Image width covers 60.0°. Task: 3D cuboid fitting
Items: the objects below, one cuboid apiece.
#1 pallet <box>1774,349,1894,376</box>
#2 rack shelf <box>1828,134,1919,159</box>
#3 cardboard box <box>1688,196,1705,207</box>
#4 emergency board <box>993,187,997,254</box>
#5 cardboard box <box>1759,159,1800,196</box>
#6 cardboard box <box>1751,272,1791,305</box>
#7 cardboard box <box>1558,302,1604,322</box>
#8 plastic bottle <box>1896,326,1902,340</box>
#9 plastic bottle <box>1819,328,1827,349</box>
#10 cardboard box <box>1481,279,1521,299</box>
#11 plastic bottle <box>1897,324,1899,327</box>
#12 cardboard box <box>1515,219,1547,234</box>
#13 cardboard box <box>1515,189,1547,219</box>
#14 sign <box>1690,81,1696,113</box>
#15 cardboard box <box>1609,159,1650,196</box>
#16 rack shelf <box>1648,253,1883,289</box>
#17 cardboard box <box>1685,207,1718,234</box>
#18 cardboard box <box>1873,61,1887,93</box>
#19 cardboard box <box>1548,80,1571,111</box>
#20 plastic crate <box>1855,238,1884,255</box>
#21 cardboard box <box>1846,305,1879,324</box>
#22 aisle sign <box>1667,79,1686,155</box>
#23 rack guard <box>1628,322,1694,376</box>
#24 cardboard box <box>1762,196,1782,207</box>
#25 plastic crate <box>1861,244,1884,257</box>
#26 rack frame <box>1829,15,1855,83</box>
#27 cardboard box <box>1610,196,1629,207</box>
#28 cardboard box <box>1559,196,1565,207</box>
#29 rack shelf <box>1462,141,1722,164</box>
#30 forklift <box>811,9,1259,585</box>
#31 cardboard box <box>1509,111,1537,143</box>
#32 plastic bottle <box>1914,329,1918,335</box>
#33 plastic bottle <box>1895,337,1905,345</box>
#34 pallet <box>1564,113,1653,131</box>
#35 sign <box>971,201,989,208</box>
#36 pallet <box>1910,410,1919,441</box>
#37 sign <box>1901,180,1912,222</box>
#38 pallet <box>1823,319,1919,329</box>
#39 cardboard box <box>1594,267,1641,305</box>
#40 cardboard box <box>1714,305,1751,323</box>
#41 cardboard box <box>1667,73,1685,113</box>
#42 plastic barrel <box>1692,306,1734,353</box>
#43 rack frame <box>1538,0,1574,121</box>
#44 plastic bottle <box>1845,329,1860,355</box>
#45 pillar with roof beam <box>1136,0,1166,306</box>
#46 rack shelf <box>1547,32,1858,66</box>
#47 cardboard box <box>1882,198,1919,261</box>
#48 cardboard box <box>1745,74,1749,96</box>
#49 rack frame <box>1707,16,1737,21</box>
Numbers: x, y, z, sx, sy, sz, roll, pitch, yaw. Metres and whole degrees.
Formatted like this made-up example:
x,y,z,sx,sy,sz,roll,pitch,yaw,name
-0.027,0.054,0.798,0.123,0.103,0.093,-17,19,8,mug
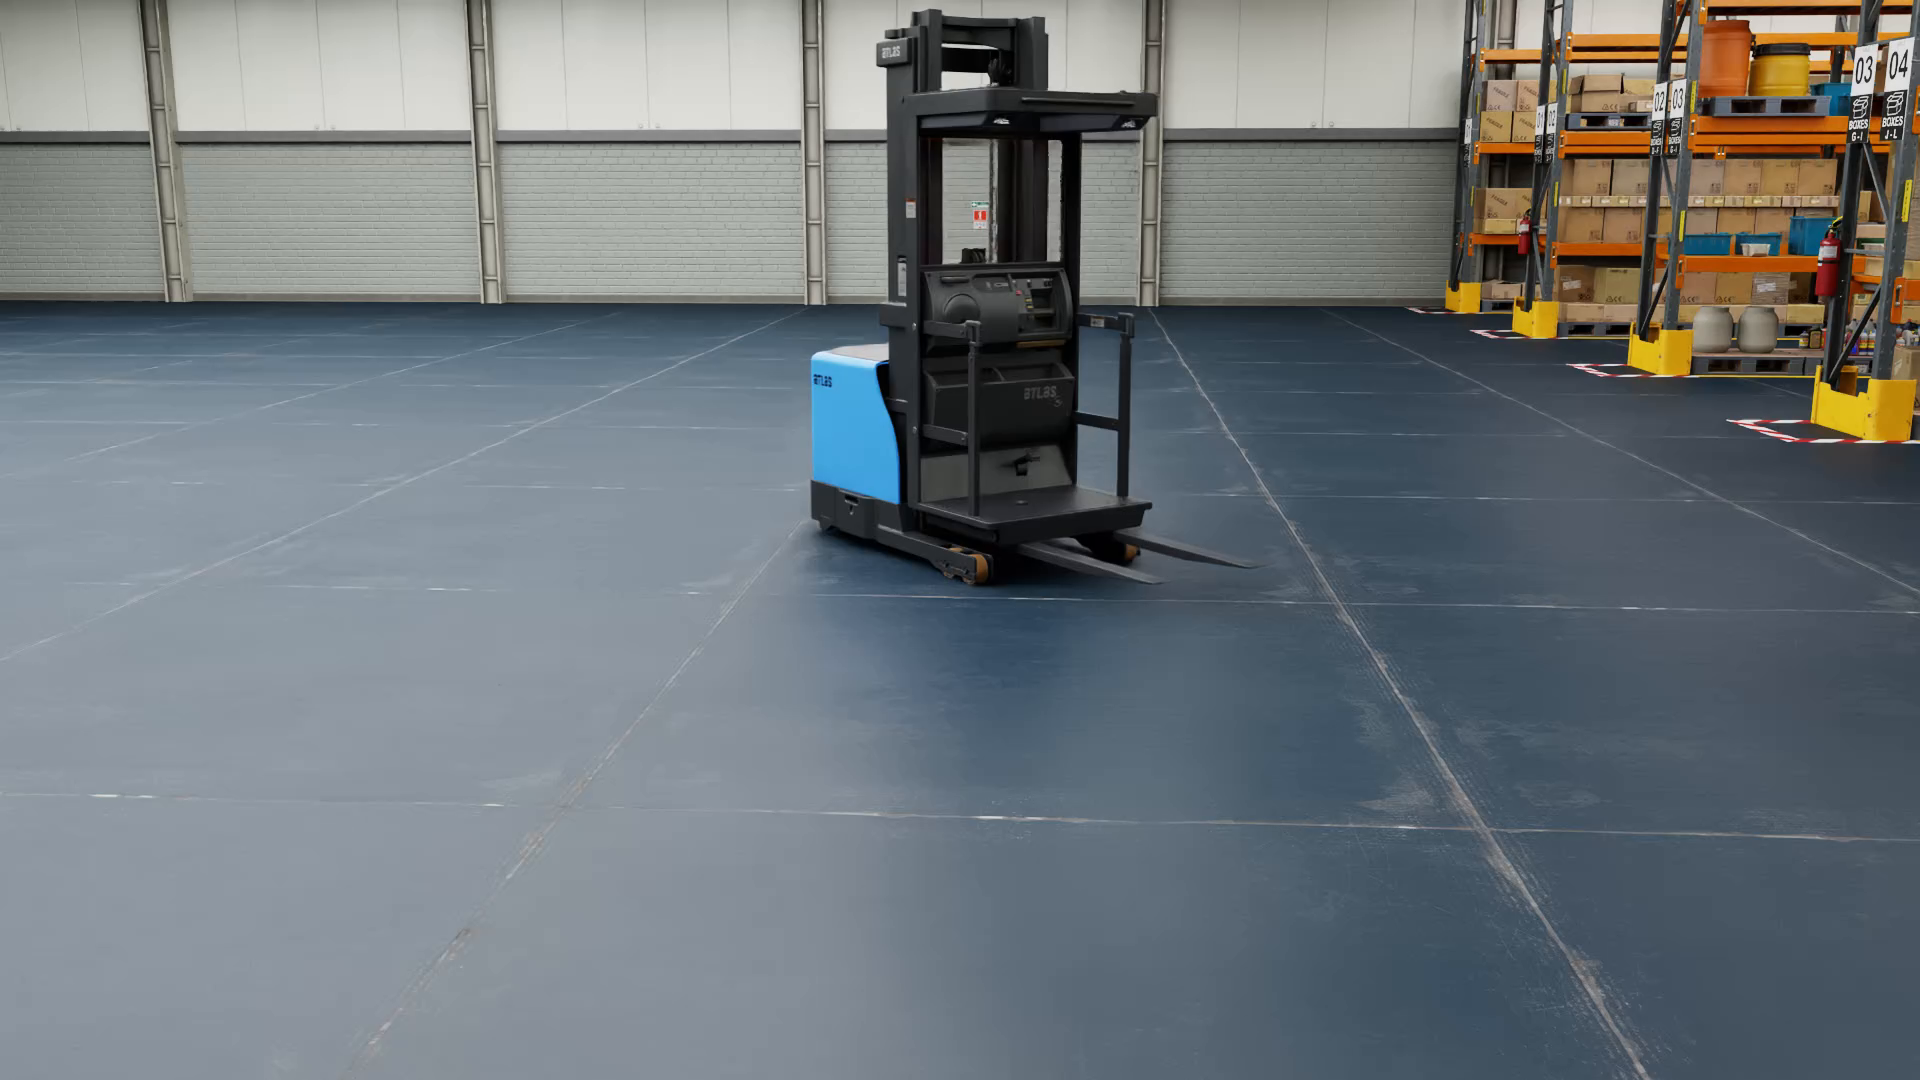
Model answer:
x,y,z,sx,sy,sz,roll,pitch,yaw,name
10.040,-2.027,18.940,1.213,0.211,1.003,1,12,4,pallet
14.259,-5.458,22.966,4.000,0.370,1.077,1,12,4,rack shelf
10.183,-4.720,23.178,0.250,0.149,0.380,1,12,4,cardboard box
0.906,-5.727,29.821,0.643,1.169,0.194,1,12,4,emergency board
11.316,-5.065,23.242,0.500,0.500,0.700,1,12,4,cardboard box
11.288,-3.567,23.353,0.500,0.500,0.500,1,12,4,cardboard box
8.792,-3.231,23.578,0.500,0.250,0.500,1,12,4,cardboard box
10.813,-2.330,19.171,0.097,0.271,0.097,0,12,0,plastic bottle
10.049,-2.350,19.253,0.135,0.276,0.152,1,12,4,plastic bottle
9.284,-4.308,28.527,0.500,0.311,0.500,-1,12,-3,cardboard box
10.800,-2.353,19.248,0.133,0.283,0.061,1,12,6,plastic bottle
9.584,-5.297,28.081,0.500,0.250,0.500,0,12,2,cardboard box
9.548,-5.663,28.000,0.500,0.500,0.500,1,12,4,cardboard box
7.896,-4.773,17.910,0.005,0.325,0.100,1,12,4,sign
9.315,-5.092,23.373,0.500,0.500,0.700,0,12,2,cardboard box
9.933,-3.033,18.698,4.000,0.370,1.077,1,12,4,rack shelf
10.282,-4.443,23.440,0.500,0.500,0.700,1,12,5,cardboard box
12.876,-6.320,22.840,0.500,0.500,0.500,1,12,4,cardboard box
9.977,-7.376,27.641,0.500,0.500,0.500,1,12,5,cardboard box
10.593,-3.330,18.879,0.662,0.188,0.450,1,12,4,plastic crate
12.649,-3.173,23.301,0.500,0.250,0.500,1,12,2,cardboard box
7.846,-4.626,18.207,0.004,0.787,0.394,1,12,4,aisle sign
8.016,-2.197,19.052,0.348,0.500,1.175,1,12,4,rack guard
11.207,-4.706,23.111,0.250,0.149,0.380,1,12,4,cardboard box
10.291,-3.199,18.379,0.437,0.136,0.530,1,12,4,plastic crate
12.263,-7.306,22.716,0.127,3.000,1.000,1,12,4,rack frame
9.162,-4.734,23.247,0.250,0.149,0.380,1,12,4,cardboard box
8.666,-4.824,23.676,0.250,0.149,0.380,1,12,3,cardboard box
10.595,-6.525,28.066,4.000,0.370,1.077,1,12,4,rack shelf
0.335,-1.309,8.868,1.130,2.935,3.031,-8,14,-33,forklift
9.450,-6.893,27.775,0.500,0.500,0.500,2,12,8,cardboard box
10.734,-2.222,18.622,0.133,0.283,0.061,1,12,4,plastic bottle
10.471,-2.159,18.524,0.097,0.201,0.097,0,12,0,plastic bottle
8.976,-5.834,23.222,1.213,0.211,1.003,1,12,4,pallet
0.365,-6.031,29.890,0.331,0.109,0.001,1,12,4,sign
8.490,-1.016,14.110,1.213,0.211,1.003,1,12,4,pallet
7.570,-2.713,13.299,0.005,0.325,0.100,1,12,4,sign
13.001,-3.002,23.606,1.213,0.211,1.003,1,12,4,pallet
9.291,-3.592,23.471,0.500,0.500,0.500,1,12,4,cardboard box
10.788,-3.204,23.446,0.500,0.250,0.500,1,12,4,cardboard box
9.911,-6.137,22.842,0.500,0.500,0.500,1,12,4,cardboard box
8.599,-2.407,18.998,0.421,0.512,0.421,0,12,0,plastic barrel
8.272,-7.361,22.978,0.127,3.000,1.000,1,12,4,rack frame
9.950,-2.203,18.532,0.133,0.283,0.061,1,12,5,plastic bottle
3.081,-7.742,24.803,0.400,9.000,9.100,1,12,4,pillar with roof beam
10.268,-6.785,22.962,4.000,0.370,1.077,1,12,4,rack shelf
8.153,-2.582,13.814,0.500,0.500,0.875,1,12,4,cardboard box
10.628,-6.211,23.186,0.637,0.503,0.797,2,12,10,cardboard box
12.590,-8.318,27.554,0.127,3.000,1.000,1,12,4,rack frame
